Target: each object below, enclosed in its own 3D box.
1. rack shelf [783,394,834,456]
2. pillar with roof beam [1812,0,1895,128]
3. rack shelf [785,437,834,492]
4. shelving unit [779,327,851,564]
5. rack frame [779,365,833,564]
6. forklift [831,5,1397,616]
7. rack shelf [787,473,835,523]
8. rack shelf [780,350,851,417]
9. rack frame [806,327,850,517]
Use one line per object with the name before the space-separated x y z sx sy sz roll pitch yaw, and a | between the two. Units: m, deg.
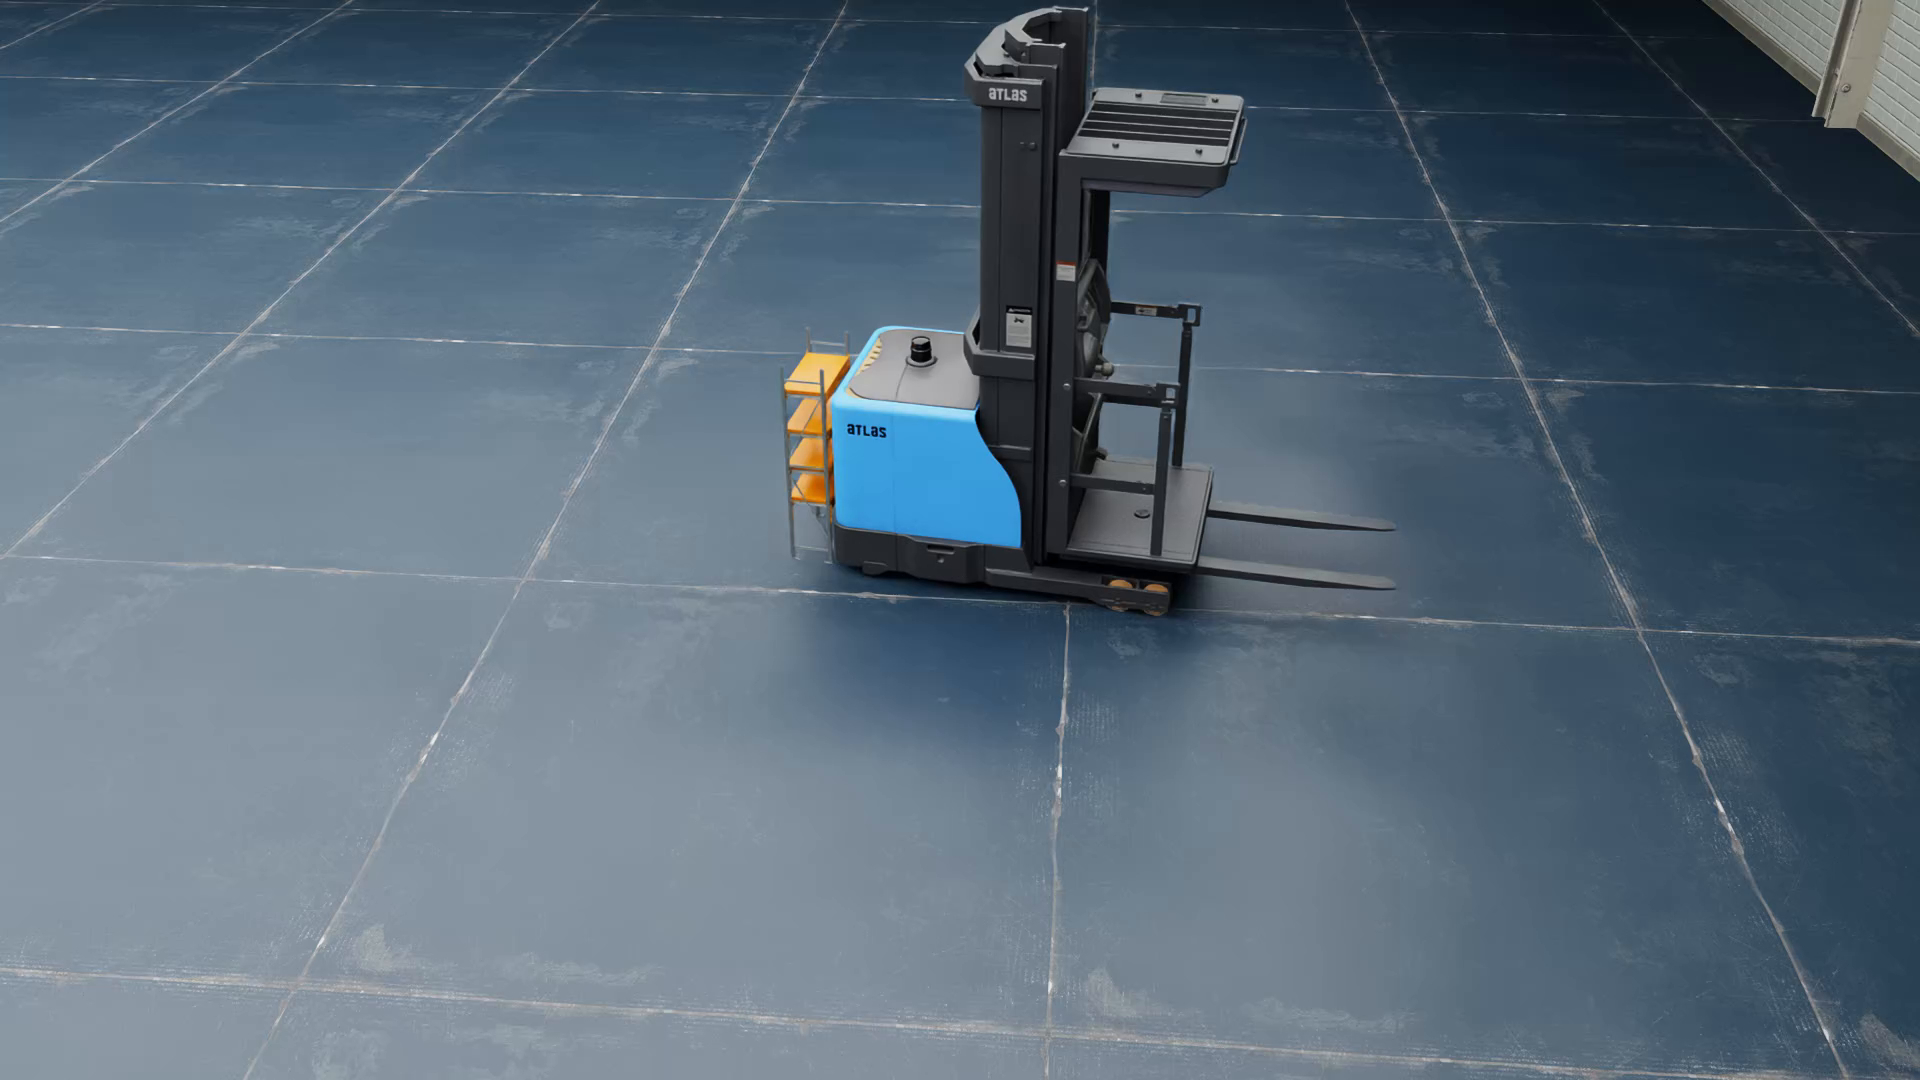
rack shelf | -0.778 -0.650 9.143 0.258 0.148 0.480 6 32 10
pillar with roof beam | 4.187 -8.069 14.046 9.100 9.000 0.400 2 32 4
rack shelf | -0.778 -0.460 9.261 0.258 0.148 0.480 6 32 10
shelving unit | -0.778 -0.517 9.225 0.258 1.200 0.503 6 32 10
rack frame | -0.830 -0.392 9.022 0.240 1.200 0.015 6 32 10
forklift | 0.878 -1.151 8.604 3.031 2.935 1.130 7 32 11
rack shelf | -0.778 -0.290 9.365 0.258 0.148 0.480 6 32 10
rack shelf | -0.778 -0.851 9.019 0.258 0.148 0.480 6 32 10
rack frame | -0.727 -0.642 9.428 0.240 1.200 0.015 6 32 10
